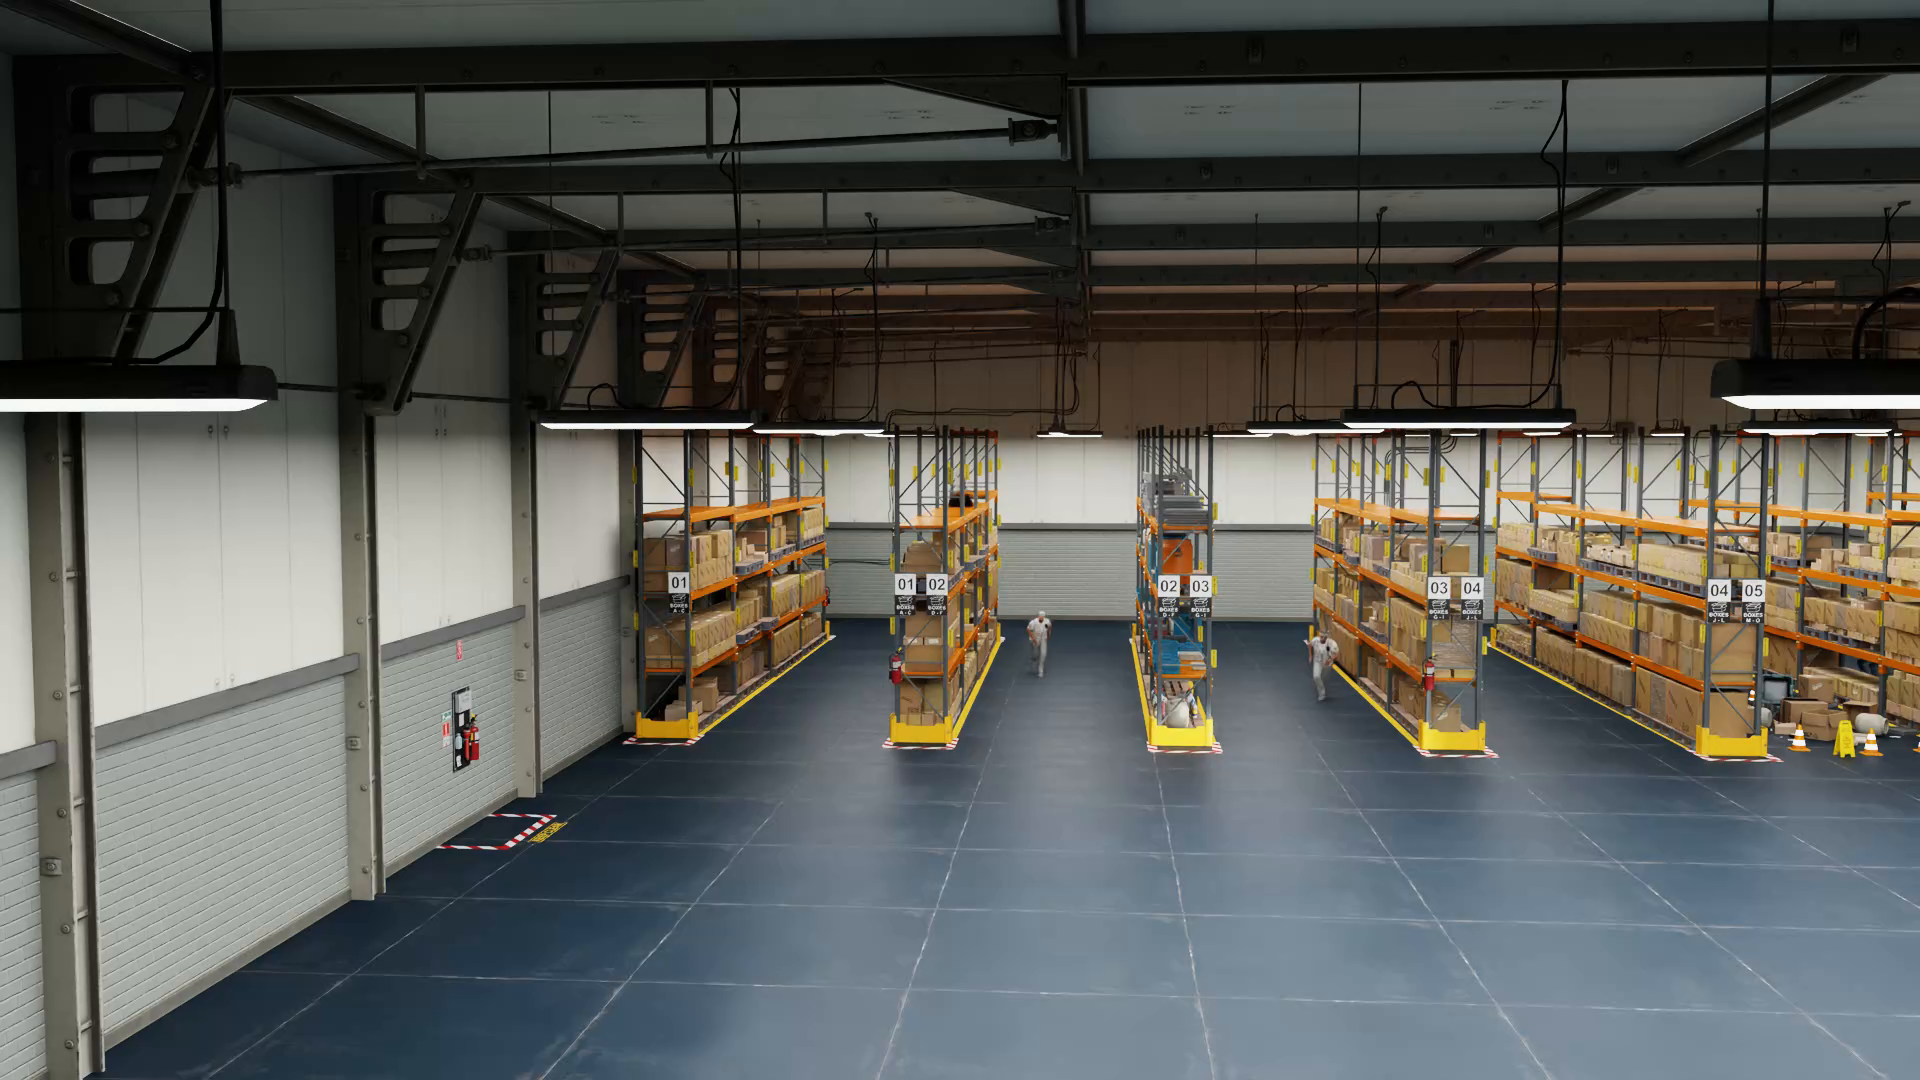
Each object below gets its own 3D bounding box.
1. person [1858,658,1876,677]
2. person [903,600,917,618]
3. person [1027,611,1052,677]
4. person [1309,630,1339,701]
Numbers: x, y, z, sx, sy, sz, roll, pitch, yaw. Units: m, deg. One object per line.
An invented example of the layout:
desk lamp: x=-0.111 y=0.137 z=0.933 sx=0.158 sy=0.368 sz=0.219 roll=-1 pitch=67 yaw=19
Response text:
person: x=21.146 y=2.615 z=38.552 sx=0.516 sy=1.622 sz=0.630 roll=0 pitch=3 yaw=2
person: x=-1.229 y=2.251 z=44.792 sx=0.638 sy=1.556 sz=0.885 roll=-1 pitch=3 yaw=-8
person: x=1.910 y=2.511 z=40.590 sx=0.631 sy=1.633 sz=0.985 roll=-1 pitch=4 yaw=-17
person: x=8.064 y=2.728 z=36.816 sx=0.663 sy=1.591 sz=1.106 roll=1 pitch=4 yaw=15
